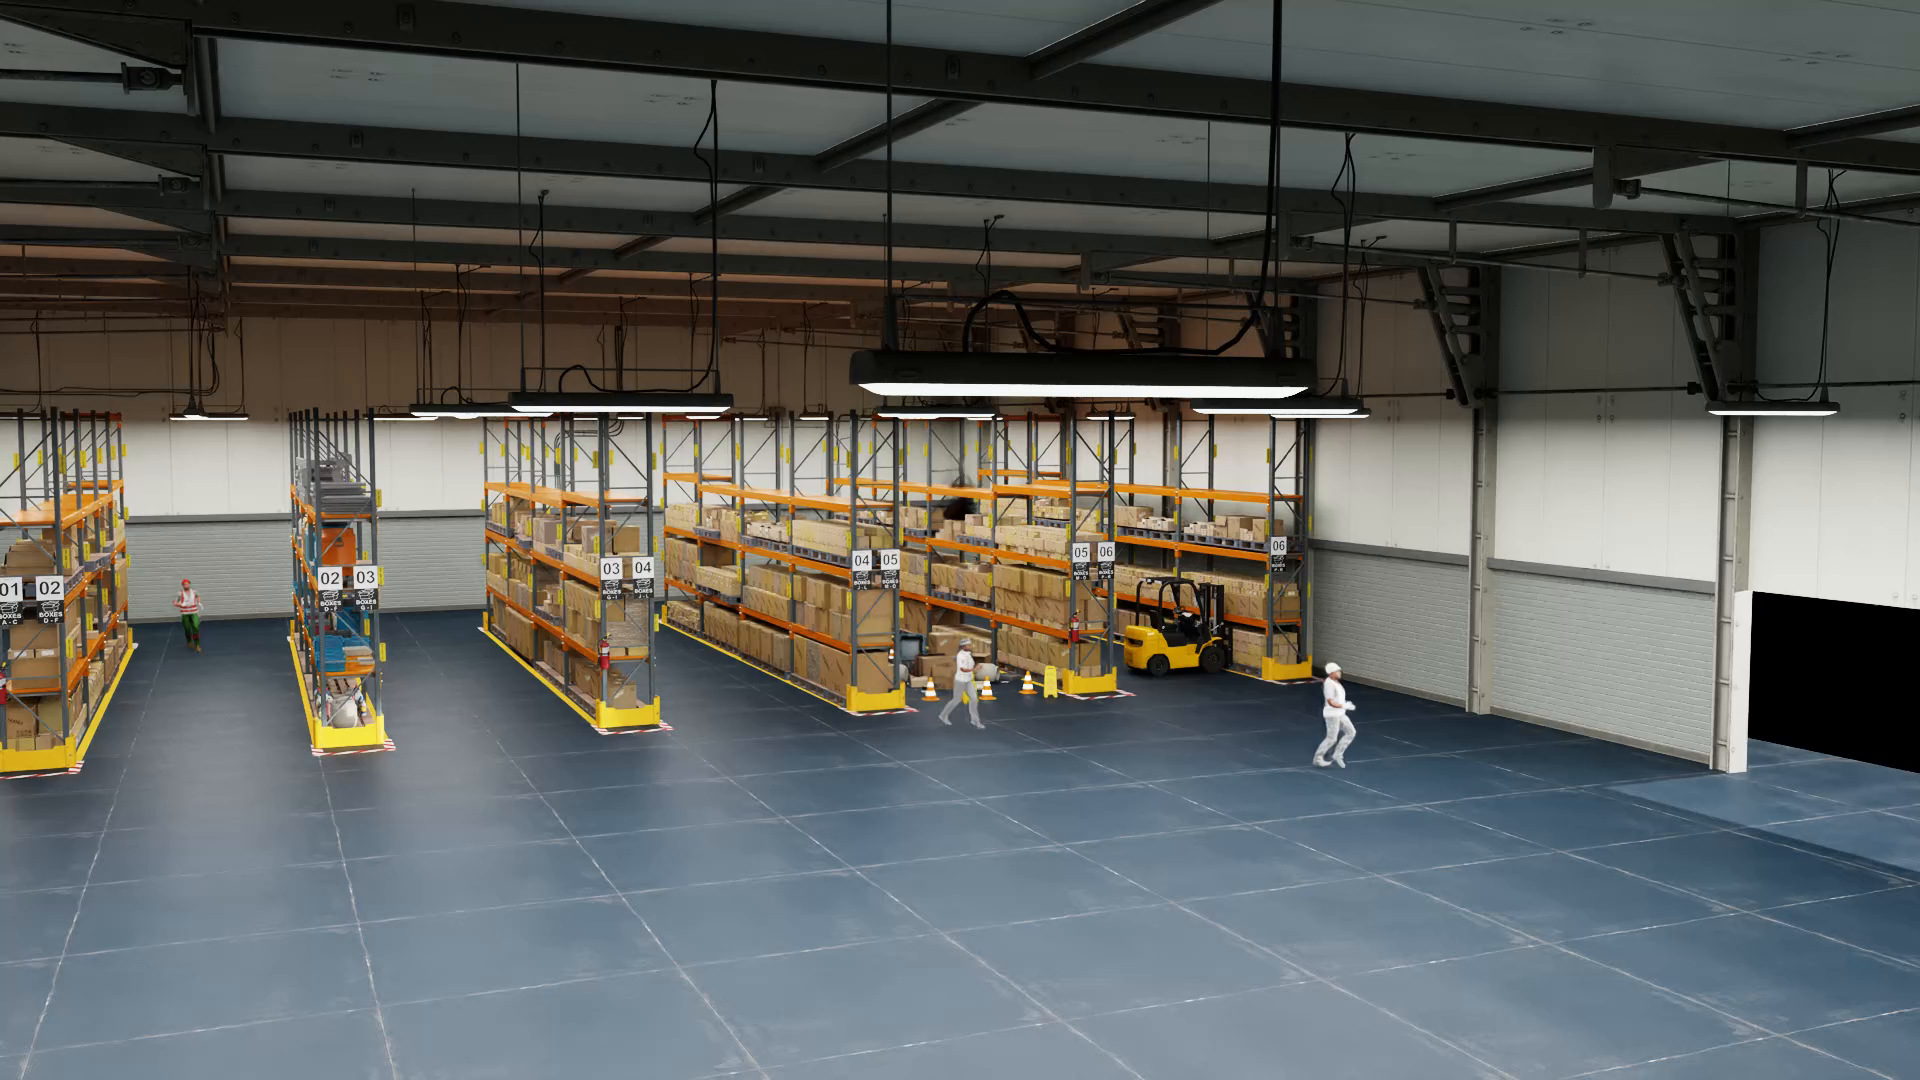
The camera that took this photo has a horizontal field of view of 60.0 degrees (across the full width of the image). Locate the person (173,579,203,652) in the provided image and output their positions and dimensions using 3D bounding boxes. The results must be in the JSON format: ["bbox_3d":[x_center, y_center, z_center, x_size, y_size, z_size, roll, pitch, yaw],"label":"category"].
[{"bbox_3d":[-19.432,1.888,41.890,0.697,1.824,0.915,-2,5,-31],"label":"person"}]

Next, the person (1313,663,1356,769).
[{"bbox_3d":[6.234,2.919,27.601,0.705,1.782,0.693,2,4,25],"label":"person"}]

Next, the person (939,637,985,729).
[{"bbox_3d":[0.037,2.672,31.223,0.894,1.719,0.557,2,4,23],"label":"person"}]
